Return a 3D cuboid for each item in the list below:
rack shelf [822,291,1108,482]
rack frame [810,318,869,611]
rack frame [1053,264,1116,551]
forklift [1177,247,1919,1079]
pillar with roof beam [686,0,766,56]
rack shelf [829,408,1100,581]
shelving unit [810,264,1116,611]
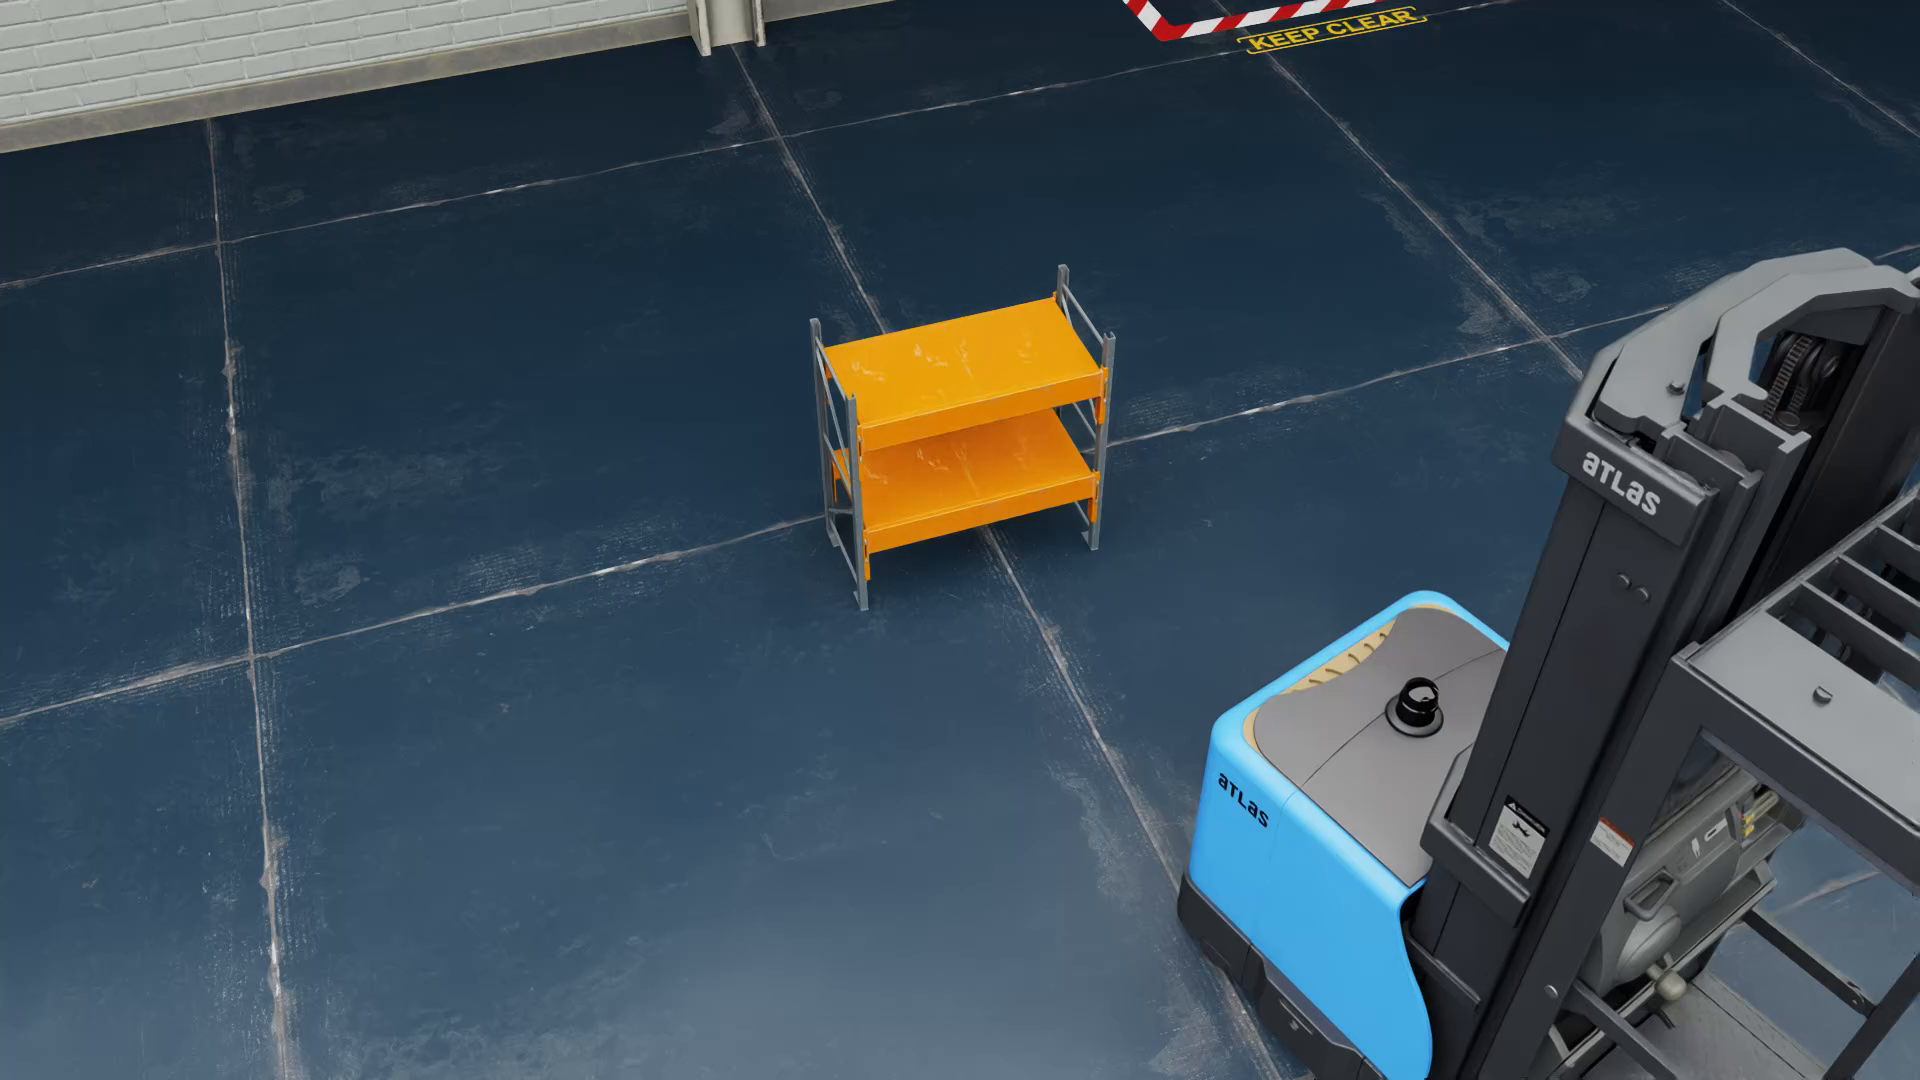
[{"bbox_3d":[0.006,-0.605,6.455,1.000,0.278,0.538,-14,47,-14],"label":"rack shelf"},{"bbox_3d":[-0.472,-0.276,6.541,0.032,1.125,0.500,-14,47,-14],"label":"rack frame"},{"bbox_3d":[0.485,-0.521,6.784,0.032,1.125,0.500,-14,47,-14],"label":"rack frame"},{"bbox_3d":[2.032,0.901,4.092,1.130,2.935,3.031,-28,52,-25],"label":"forklift"},{"bbox_3d":[0.054,-3.351,4.046,0.400,9.000,9.100,-14,47,-14],"label":"pillar with roof beam"},{"bbox_3d":[0.006,-0.226,6.836,1.000,0.278,0.538,-14,47,-14],"label":"rack shelf"},{"bbox_3d":[0.006,-0.399,6.663,1.048,1.125,0.538,-14,47,-14],"label":"shelving unit"}]
